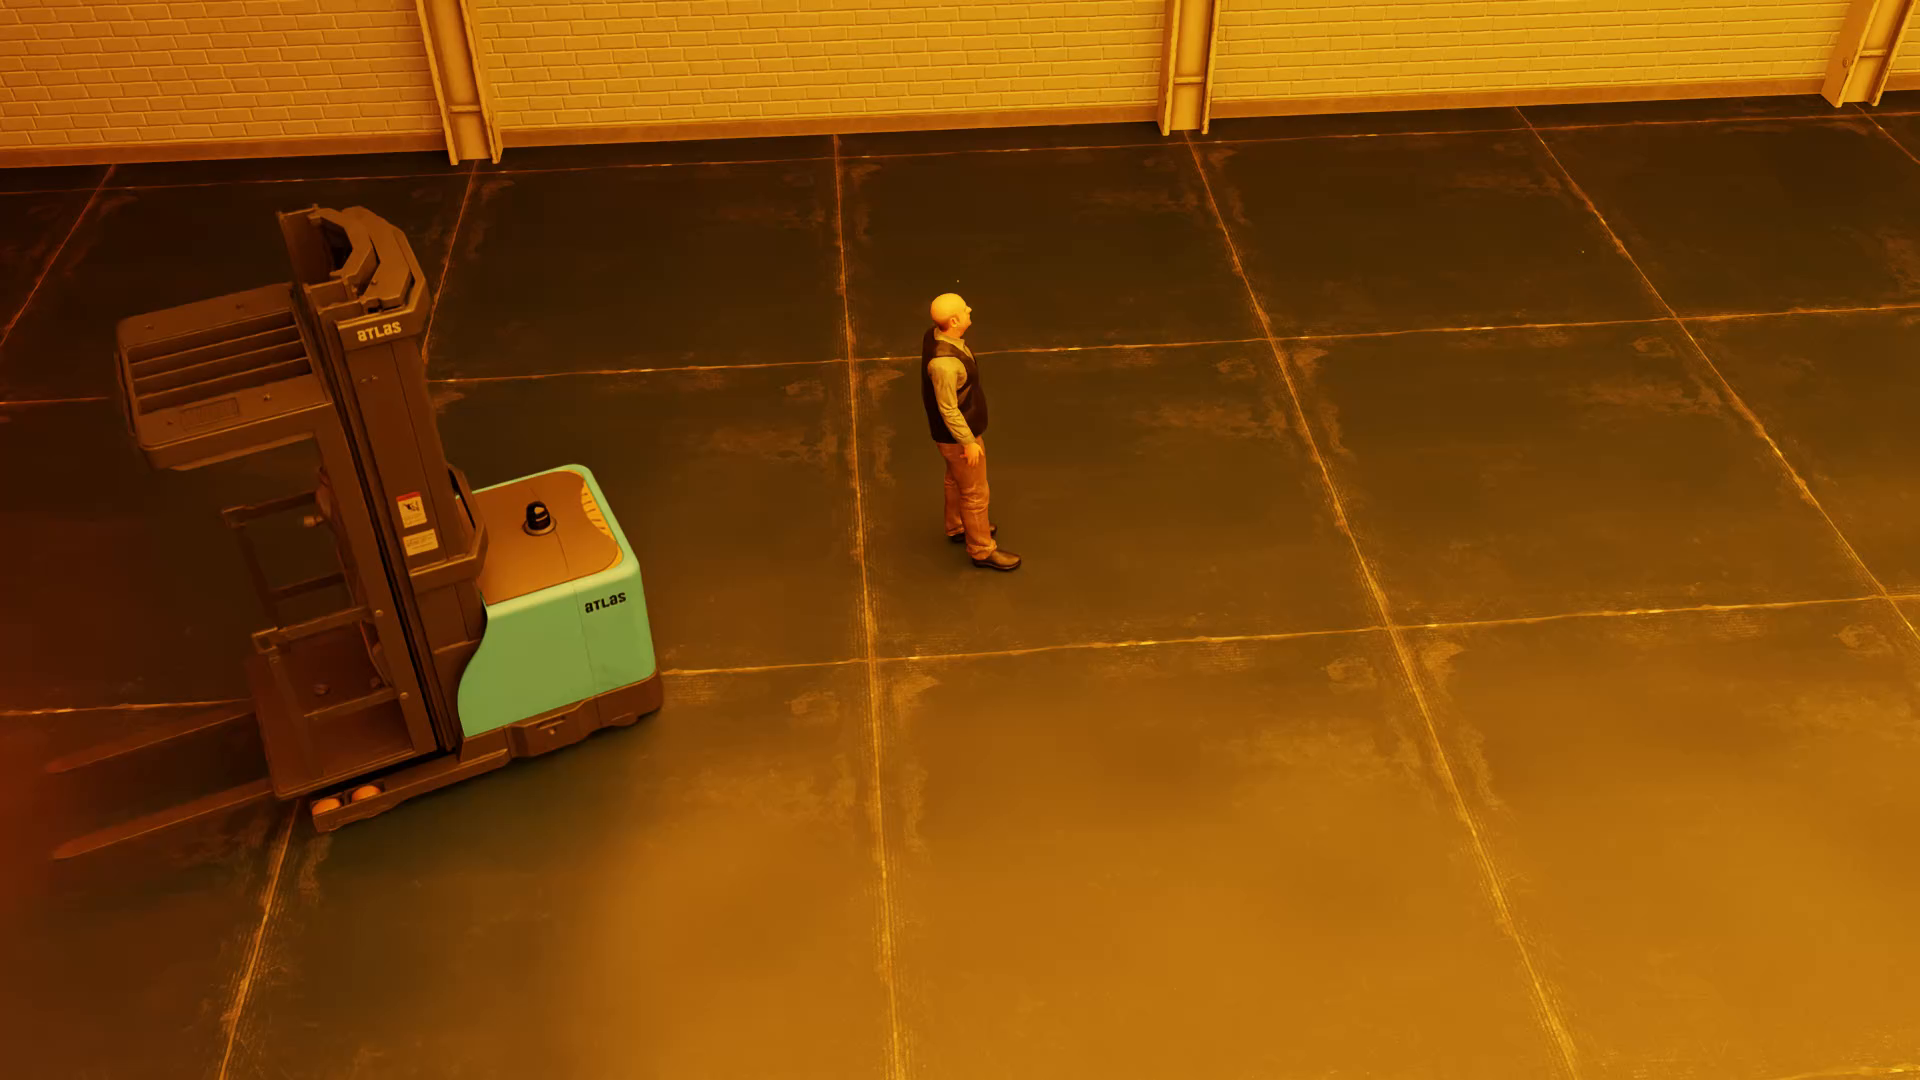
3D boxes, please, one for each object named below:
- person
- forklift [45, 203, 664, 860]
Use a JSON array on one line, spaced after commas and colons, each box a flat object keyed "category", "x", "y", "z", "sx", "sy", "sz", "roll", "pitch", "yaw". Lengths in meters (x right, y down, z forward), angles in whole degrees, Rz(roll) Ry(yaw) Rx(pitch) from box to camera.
[{"category": "person", "x": 0.063, "y": -0.659, "z": 9.627, "sx": 0.566, "sy": 1.722, "sz": 0.634, "roll": -3, "pitch": 41, "yaw": -4}, {"category": "forklift", "x": -3.170, "y": -0.028, "z": 7.971, "sx": 3.031, "sy": 2.935, "sz": 1.130, "roll": -18, "pitch": 44, "yaw": -20}]
